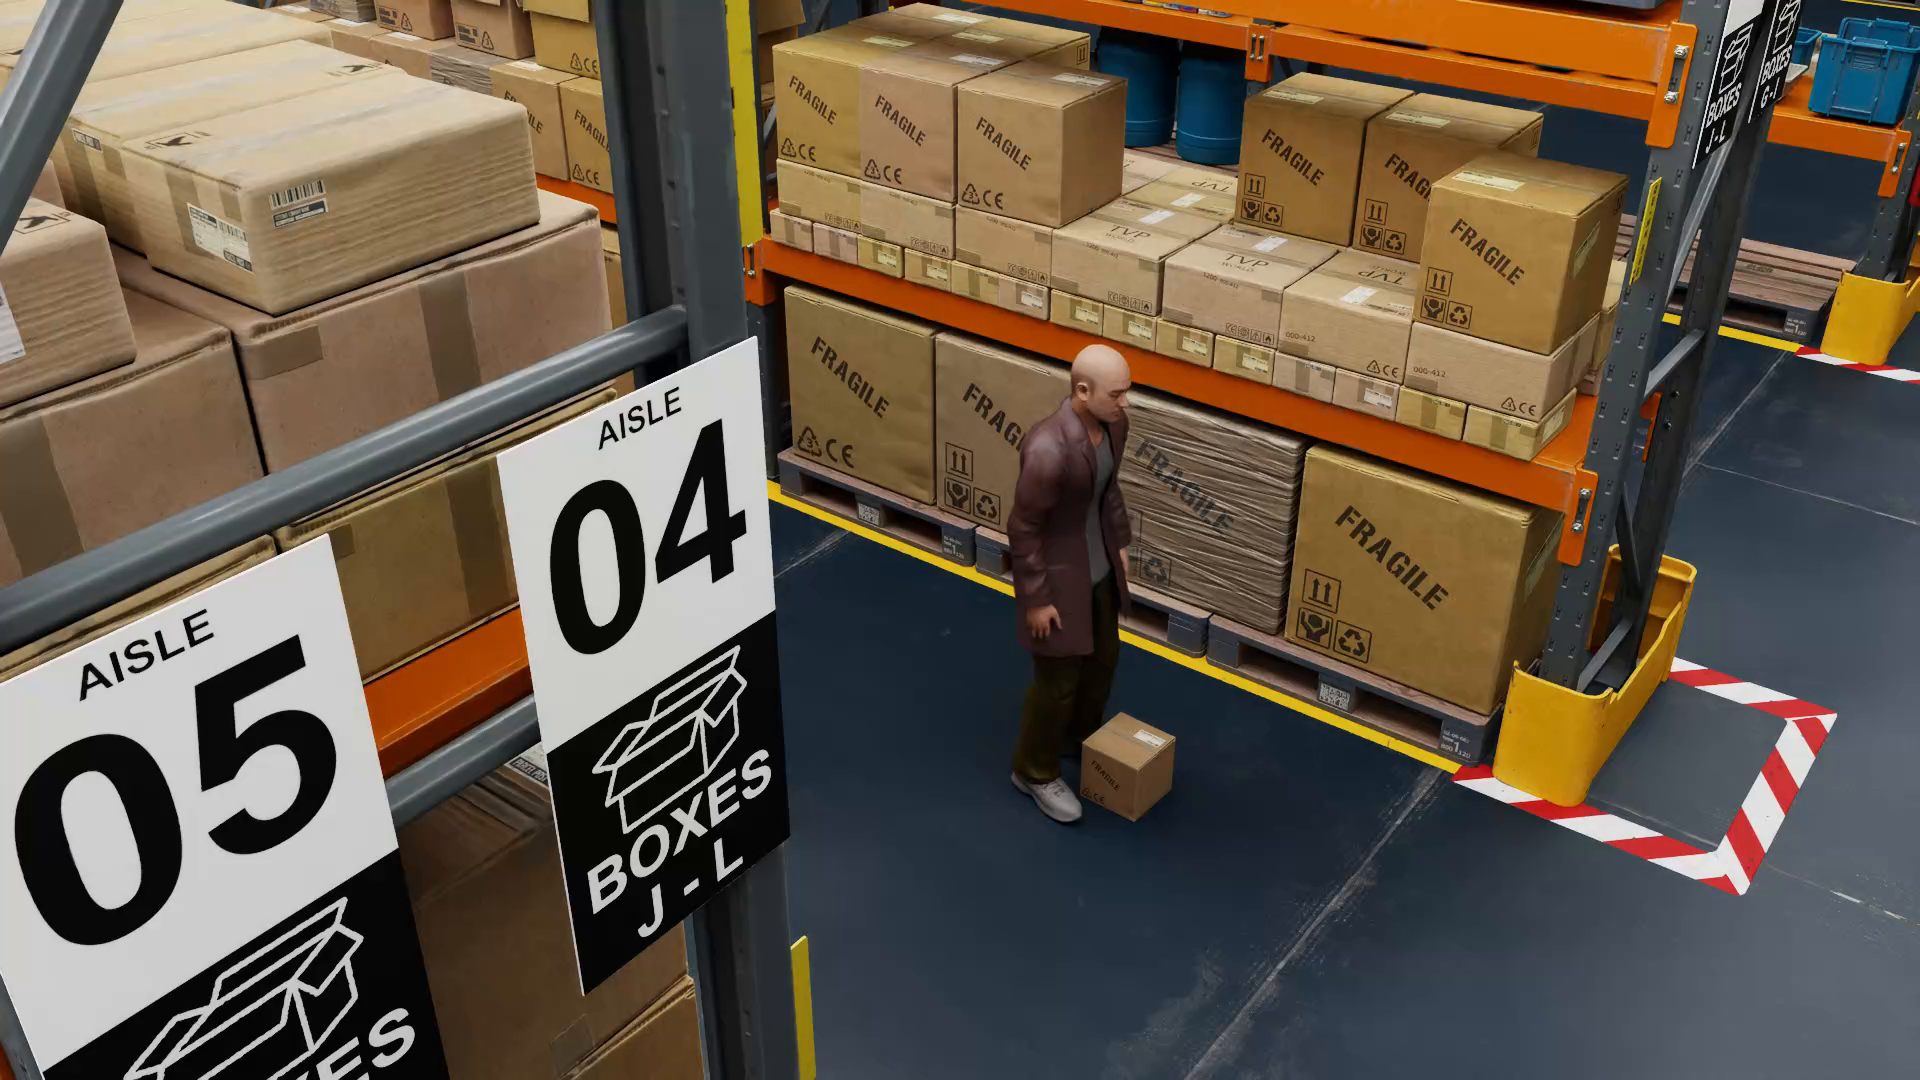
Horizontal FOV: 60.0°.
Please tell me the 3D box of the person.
[{"bbox_3d":[0.413,0.124,5.937,0.430,1.773,0.640,21,36,31],"label":"person"}]
